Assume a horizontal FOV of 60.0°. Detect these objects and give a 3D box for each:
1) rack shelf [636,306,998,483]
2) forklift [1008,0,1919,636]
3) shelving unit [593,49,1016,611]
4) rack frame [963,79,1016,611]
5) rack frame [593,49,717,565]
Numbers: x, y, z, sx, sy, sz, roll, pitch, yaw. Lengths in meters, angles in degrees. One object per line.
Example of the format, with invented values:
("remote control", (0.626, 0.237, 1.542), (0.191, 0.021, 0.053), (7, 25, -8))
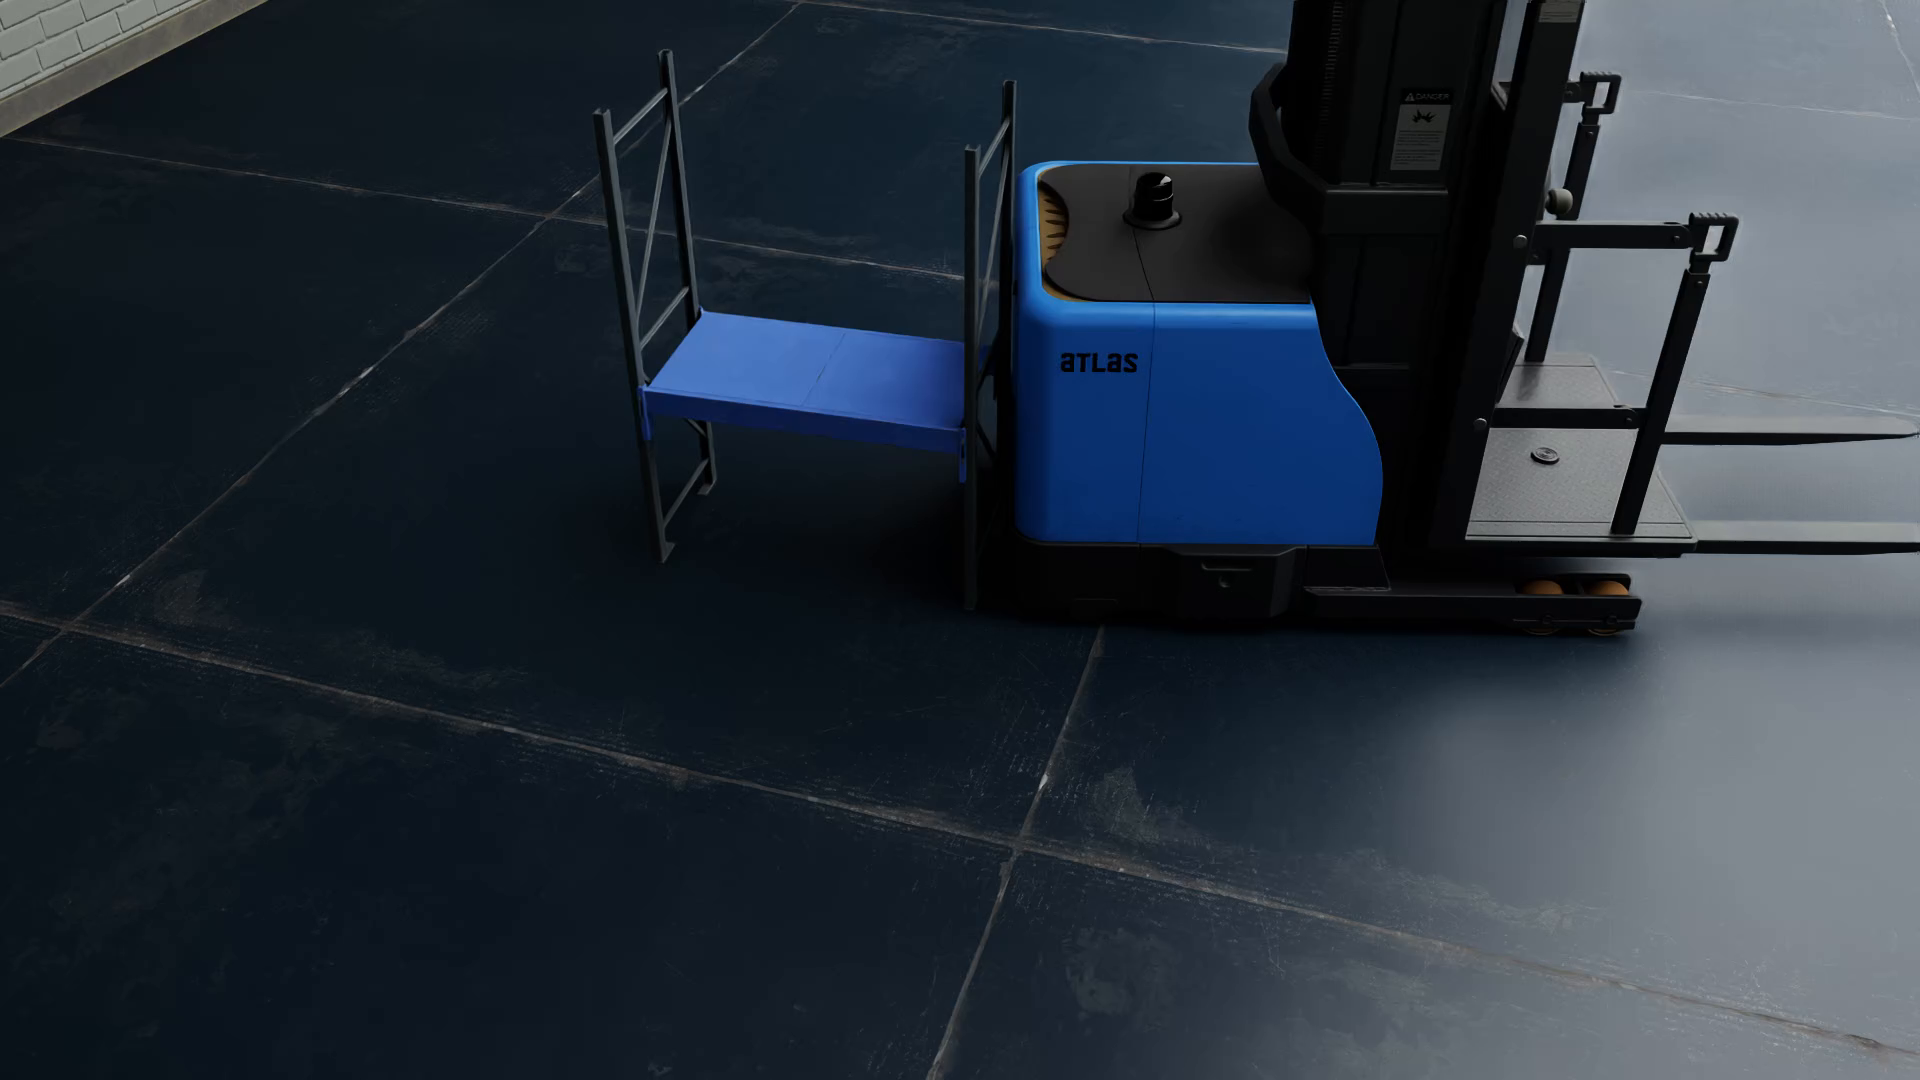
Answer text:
("rack shelf", (-0.410, -0.456, 5.071), (1.000, 0.185, 0.538), (8, 37, 11))
("forklift", (1.672, -1.211, 4.586), (3.031, 2.935, 1.130), (1, 36, 1))
("shelving unit", (-0.410, -0.600, 4.964), (1.048, 1.500, 0.538), (8, 37, 11))
("rack frame", (0.084, -0.530, 4.869), (0.032, 1.500, 0.500), (8, 37, 11))
("rack frame", (-0.905, -0.671, 5.059), (0.032, 1.500, 0.500), (8, 37, 11))
